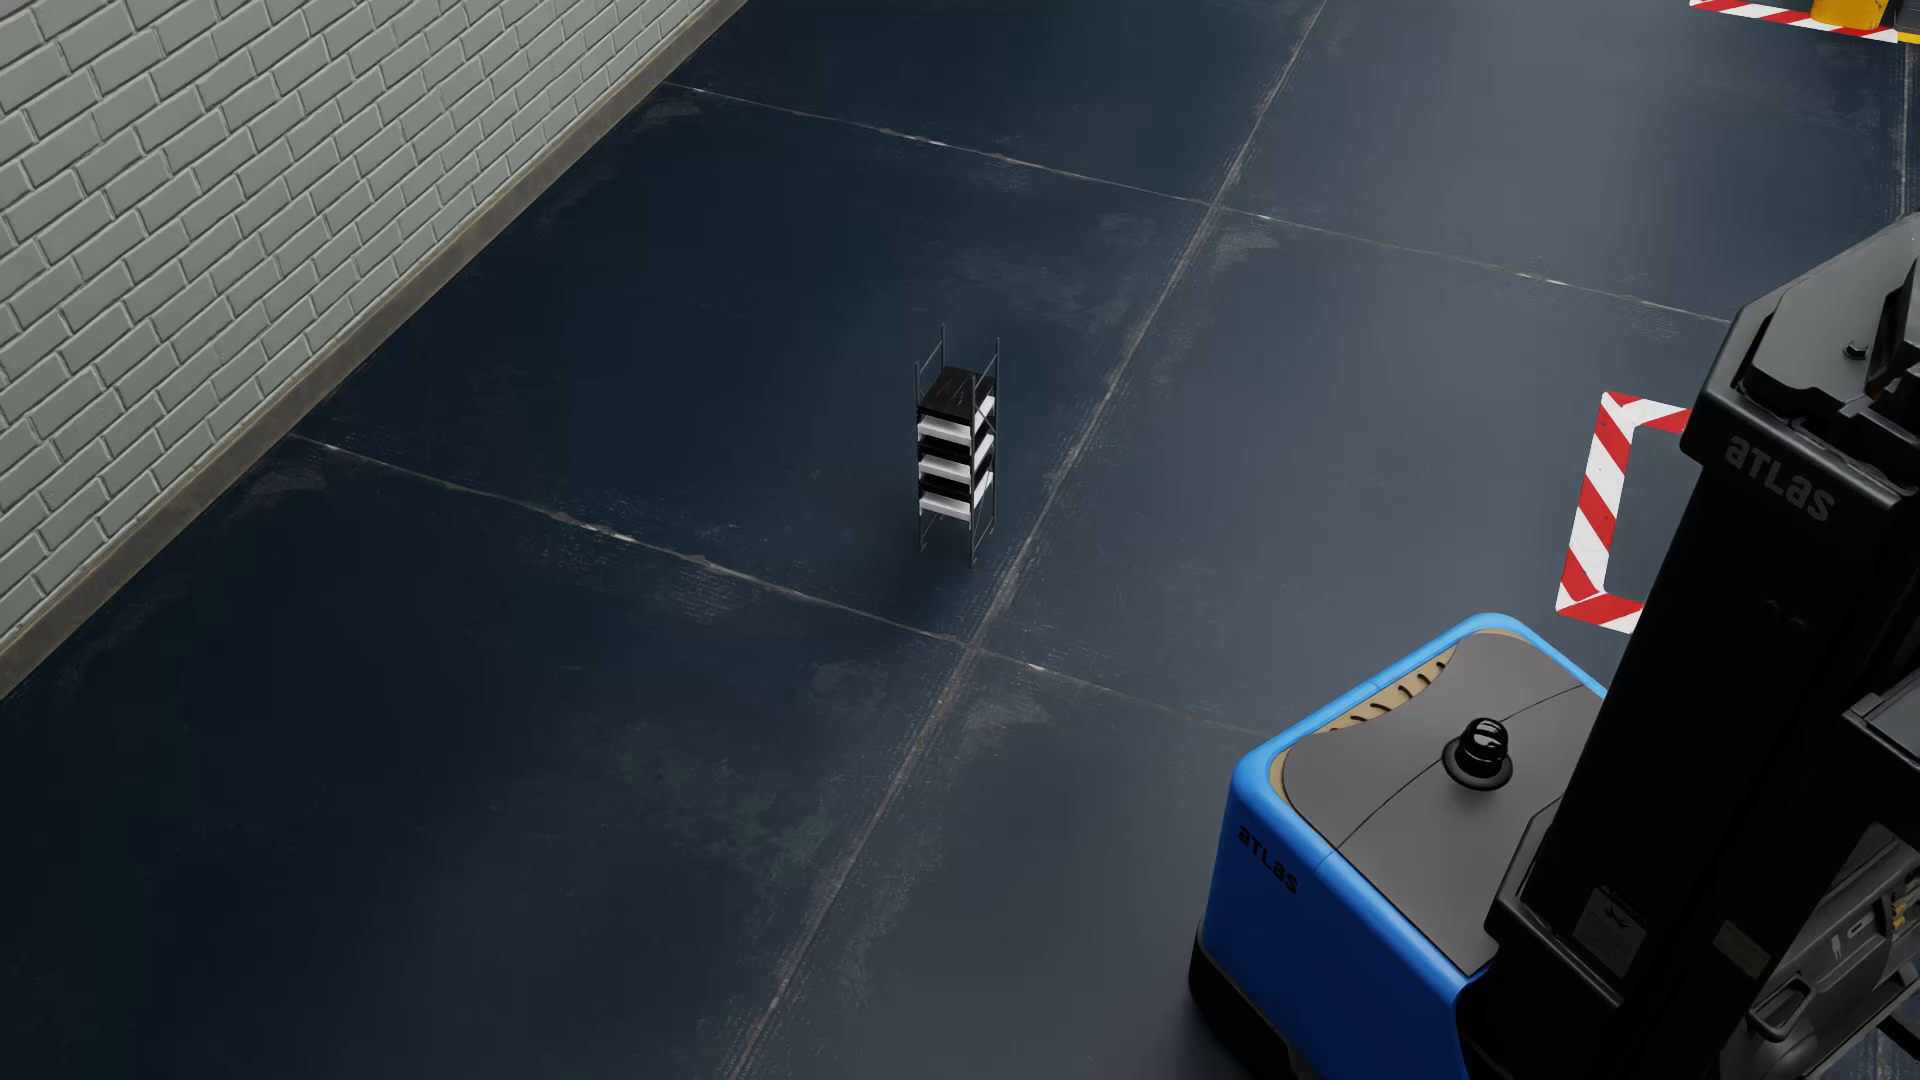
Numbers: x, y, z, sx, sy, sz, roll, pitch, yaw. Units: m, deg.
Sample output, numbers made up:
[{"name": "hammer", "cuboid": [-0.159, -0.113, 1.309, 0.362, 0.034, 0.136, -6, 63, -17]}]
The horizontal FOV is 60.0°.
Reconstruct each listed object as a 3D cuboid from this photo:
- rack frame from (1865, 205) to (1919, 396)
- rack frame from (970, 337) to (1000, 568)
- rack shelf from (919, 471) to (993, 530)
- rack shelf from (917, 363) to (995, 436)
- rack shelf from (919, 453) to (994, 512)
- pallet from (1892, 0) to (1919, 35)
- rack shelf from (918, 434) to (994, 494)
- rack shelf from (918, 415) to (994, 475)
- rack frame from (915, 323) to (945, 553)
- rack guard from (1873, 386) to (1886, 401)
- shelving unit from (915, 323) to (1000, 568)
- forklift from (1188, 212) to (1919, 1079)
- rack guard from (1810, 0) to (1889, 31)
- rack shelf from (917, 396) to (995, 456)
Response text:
[{"name": "rack frame", "cuboid": [3.154, -1.018, 5.147, 0.127, 3.000, 1.000, 16, 47, 16]}, {"name": "rack frame", "cuboid": [0.086, -0.294, 5.907, 0.006, 0.900, 0.240, 16, 47, 16]}, {"name": "rack shelf", "cuboid": [-0.007, -0.170, 6.085, 0.200, 0.077, 0.258, 16, 47, 16]}, {"name": "rack shelf", "cuboid": [-0.007, -0.489, 5.768, 0.200, 0.077, 0.258, 16, 47, 16]}, {"name": "rack shelf", "cuboid": [-0.007, -0.234, 6.022, 0.200, 0.077, 0.258, 16, 47, 16]}, {"name": "pallet", "cuboid": [5.810, -3.004, 9.120, 1.213, 0.211, 1.003, 16, 47, 16]}, {"name": "rack shelf", "cuboid": [-0.007, -0.298, 5.958, 0.200, 0.077, 0.258, 16, 47, 16]}, {"name": "rack shelf", "cuboid": [-0.007, -0.361, 5.895, 0.200, 0.077, 0.258, 16, 47, 16]}, {"name": "rack frame", "cuboid": [-0.101, -0.349, 5.963, 0.006, 0.900, 0.240, 16, 47, 16]}, {"name": "rack guard", "cuboid": [3.224, -0.112, 6.008, 0.348, 0.500, 1.175, 16, 47, 16]}, {"name": "shelving unit", "cuboid": [-0.007, -0.321, 5.935, 0.210, 0.900, 0.258, 16, 47, 16]}, {"name": "forklift", "cuboid": [1.924, 0.943, 3.225, 1.130, 2.935, 3.031, -26, 51, -24]}, {"name": "rack guard", "cuboid": [5.037, -3.354, 9.266, 0.348, 0.500, 1.175, 16, 47, 16]}, {"name": "rack shelf", "cuboid": [-0.007, -0.425, 5.831, 0.200, 0.077, 0.258, 16, 47, 16]}]
